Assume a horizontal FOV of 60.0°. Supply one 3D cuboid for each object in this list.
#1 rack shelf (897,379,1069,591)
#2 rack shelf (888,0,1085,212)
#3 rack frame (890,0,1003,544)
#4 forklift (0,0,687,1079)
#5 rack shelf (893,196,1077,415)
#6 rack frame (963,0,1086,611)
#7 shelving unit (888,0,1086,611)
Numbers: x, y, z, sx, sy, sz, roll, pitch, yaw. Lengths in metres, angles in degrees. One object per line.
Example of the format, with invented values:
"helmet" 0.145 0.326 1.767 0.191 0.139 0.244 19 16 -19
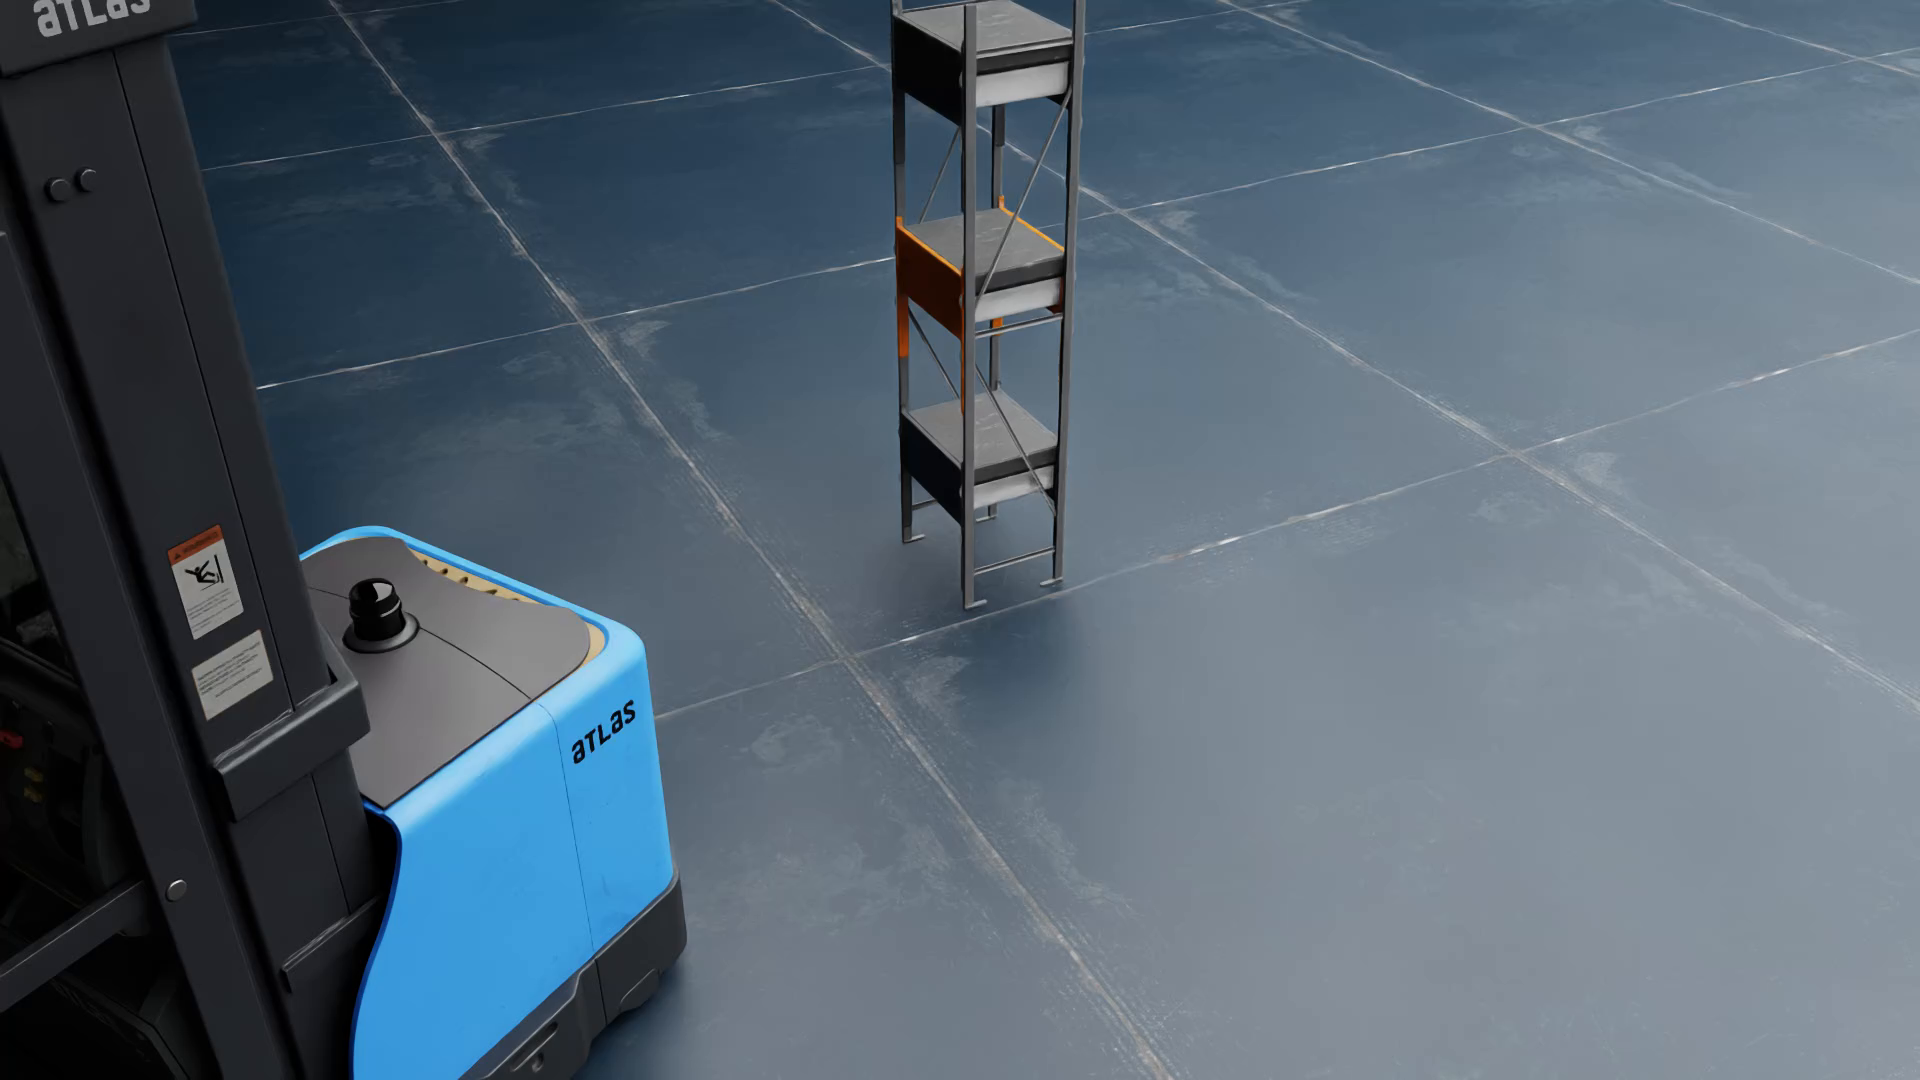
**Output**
"rack shelf" 0.077 -0.204 5.945 0.431 0.518 0.480 -16 36 -23
"rack shelf" 0.077 -1.383 5.190 0.431 0.518 0.480 -16 36 -23
"rack frame" -0.037 -0.922 5.742 0.400 2.100 0.015 -16 36 -23
"forklift" -1.943 0.420 2.877 1.130 2.935 3.031 19 37 27
"rack shelf" 0.077 -0.794 5.568 0.431 0.518 0.480 -16 36 -23
"rack frame" 0.191 -0.689 5.379 0.400 2.100 0.015 -16 36 -23
"shelving unit" 0.077 -0.805 5.560 0.431 2.100 0.503 -16 36 -23
